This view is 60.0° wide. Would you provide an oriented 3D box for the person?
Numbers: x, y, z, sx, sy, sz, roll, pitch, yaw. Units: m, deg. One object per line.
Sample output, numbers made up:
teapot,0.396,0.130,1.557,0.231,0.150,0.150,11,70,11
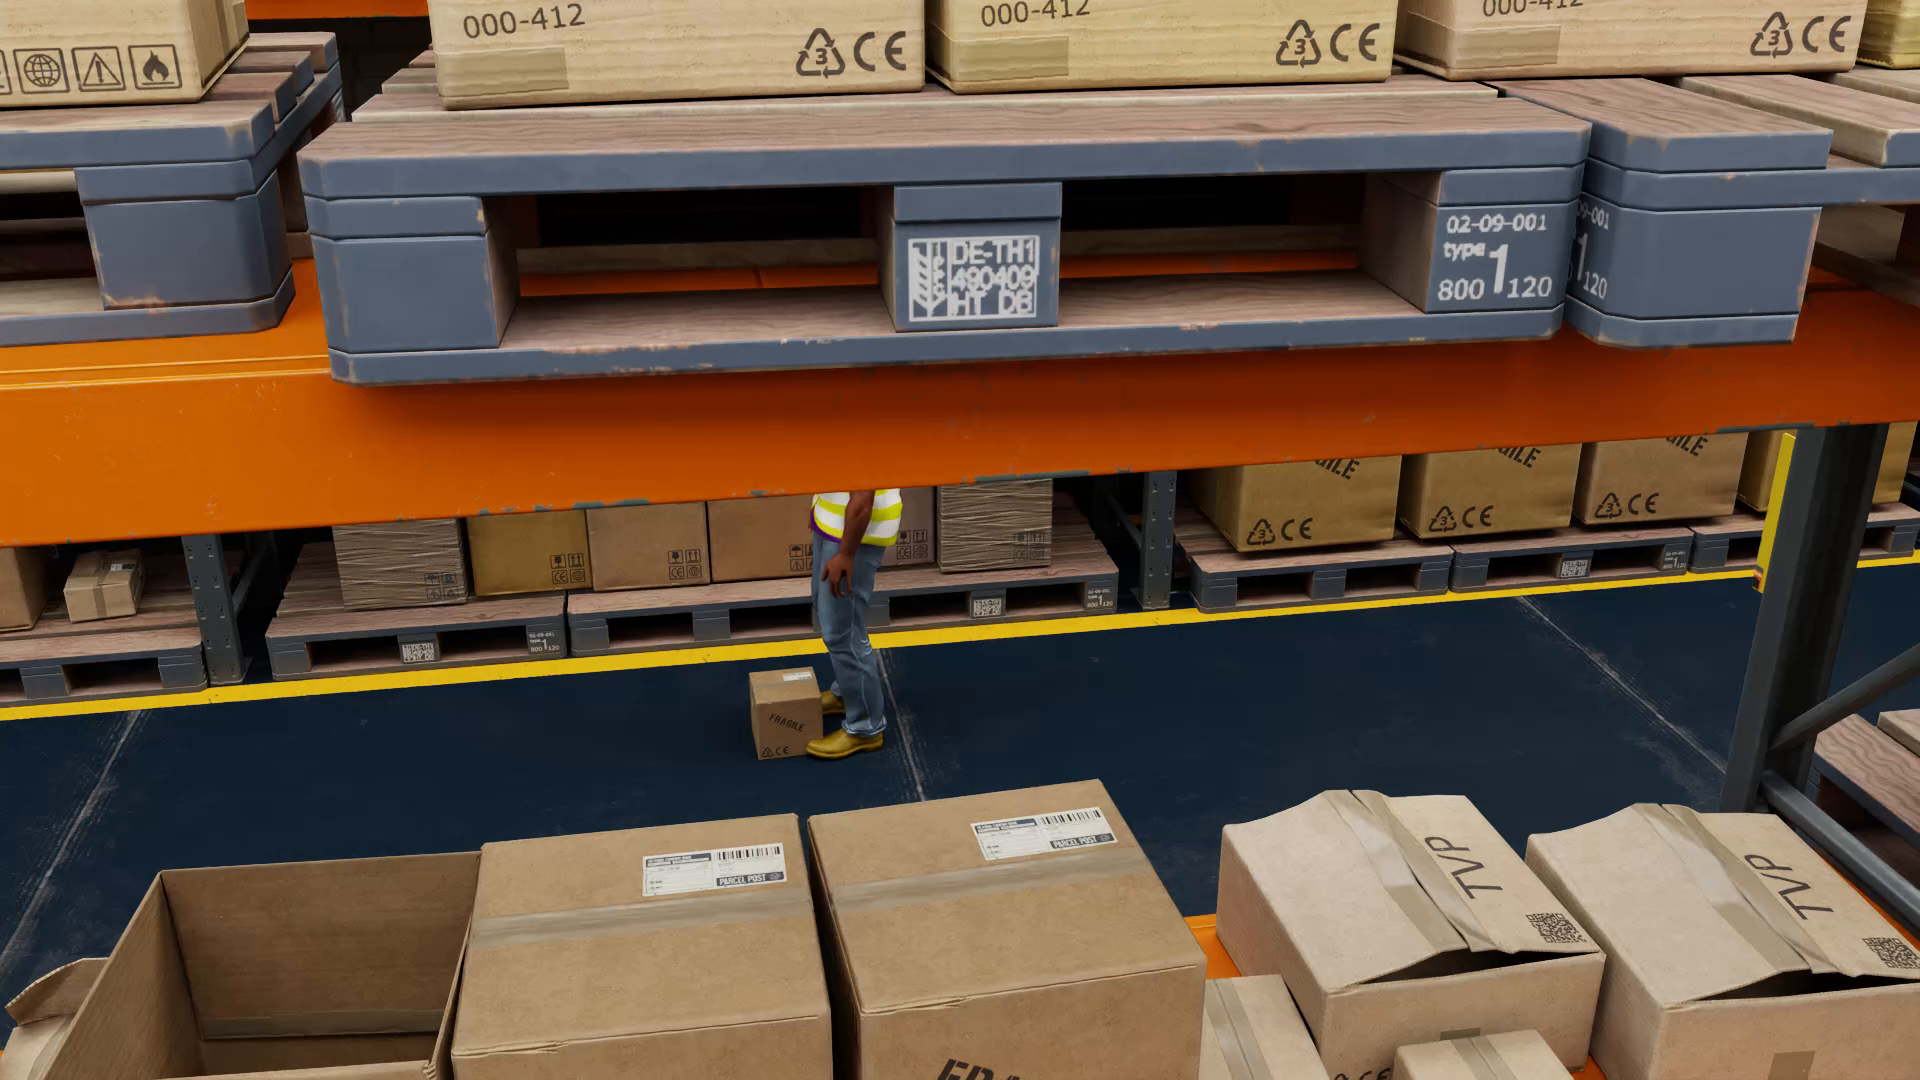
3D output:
person,-0.448,-0.046,6.187,0.457,1.757,0.628,-5,24,-12
